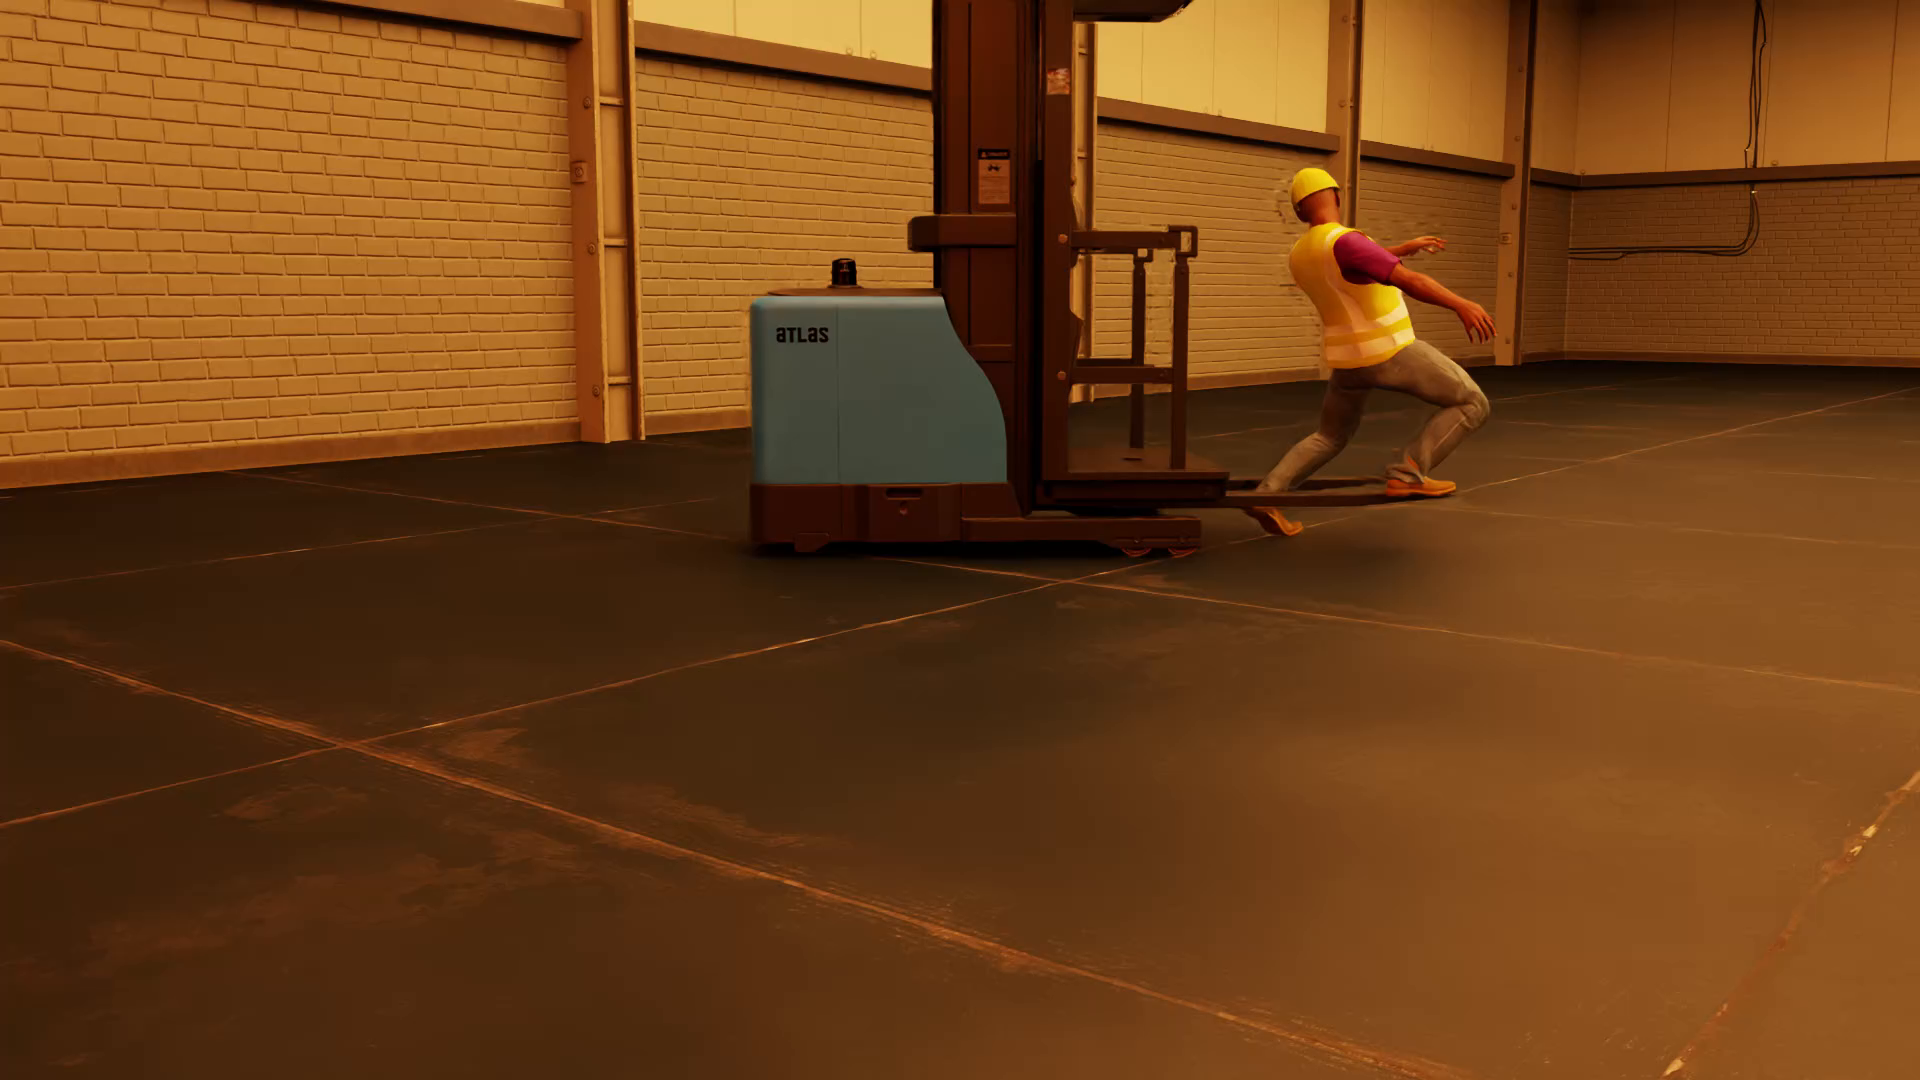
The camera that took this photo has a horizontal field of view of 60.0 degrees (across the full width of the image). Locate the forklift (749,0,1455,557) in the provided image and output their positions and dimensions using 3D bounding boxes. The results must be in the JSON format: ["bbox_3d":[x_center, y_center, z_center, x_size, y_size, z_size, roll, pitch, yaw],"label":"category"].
[{"bbox_3d":[0.609,-1.457,7.240,3.031,2.935,1.130,-1,8,-4],"label":"forklift"}]

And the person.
[{"bbox_3d":[1.877,-0.776,7.091,0.901,1.605,1.016,-4,9,-28],"label":"person"}]
